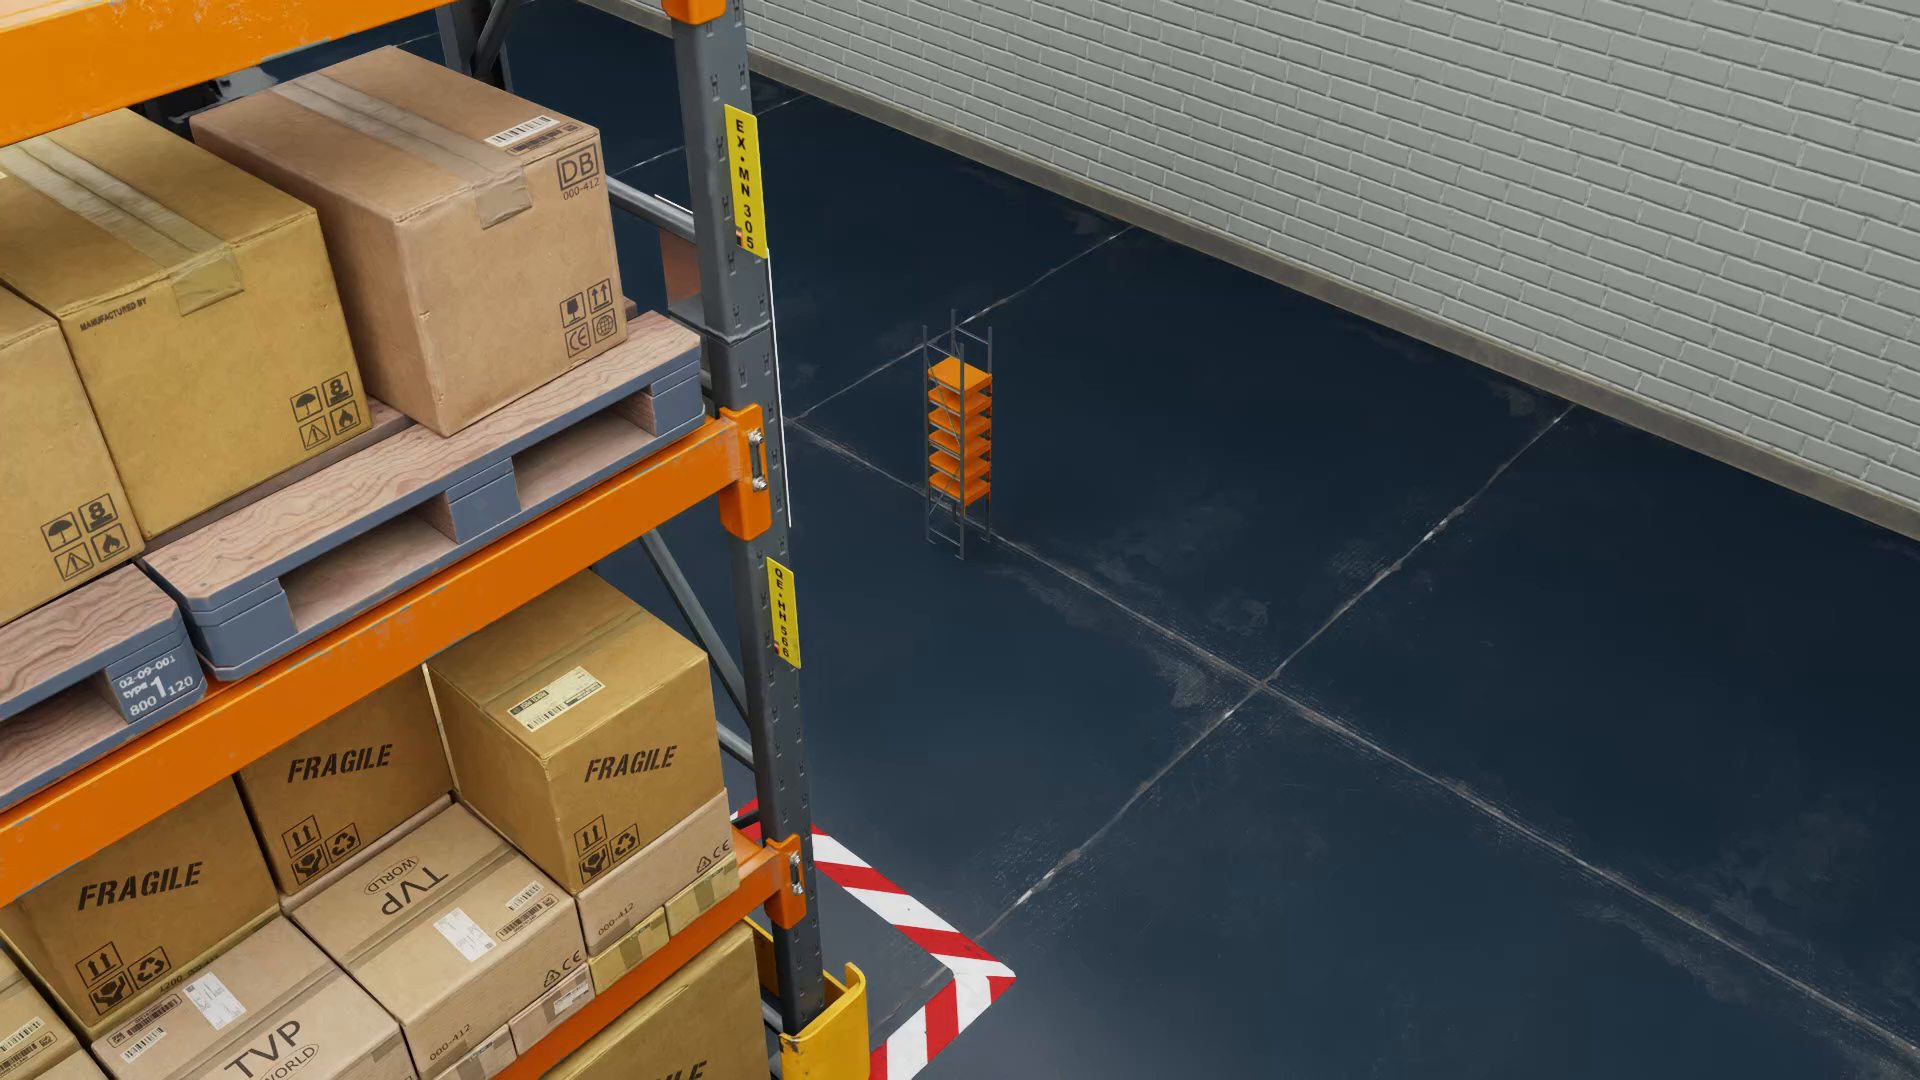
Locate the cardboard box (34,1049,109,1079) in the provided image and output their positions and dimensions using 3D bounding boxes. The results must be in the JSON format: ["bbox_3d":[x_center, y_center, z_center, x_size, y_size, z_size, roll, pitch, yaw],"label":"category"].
[{"bbox_3d":[-2.010,1.485,3.638,0.500,0.250,0.500,30,47,32],"label":"cardboard box"}]

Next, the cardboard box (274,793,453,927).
[{"bbox_3d":[-1.714,0.791,4.510,0.500,0.250,0.500,29,47,31],"label":"cardboard box"}]

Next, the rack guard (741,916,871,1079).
[{"bbox_3d":[-0.829,1.468,5.786,1.175,0.500,0.348,30,47,32],"label":"rack guard"}]

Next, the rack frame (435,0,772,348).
[{"bbox_3d":[-0.845,-1.848,3.127,1.000,3.000,0.127,30,47,32],"label":"rack frame"}]

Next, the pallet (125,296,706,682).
[{"bbox_3d":[-1.338,-0.294,3.654,1.003,0.211,1.213,30,47,32],"label":"pallet"}]

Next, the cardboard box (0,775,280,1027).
[{"bbox_3d":[-2.050,0.727,3.989,0.500,0.500,0.500,28,46,31],"label":"cardboard box"}]

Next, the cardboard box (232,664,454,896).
[{"bbox_3d":[-1.705,0.486,4.291,0.500,0.500,0.500,28,47,31],"label":"cardboard box"}]

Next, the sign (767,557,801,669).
[{"bbox_3d":[-0.454,0.189,4.265,0.100,0.325,0.005,30,47,32],"label":"sign"}]

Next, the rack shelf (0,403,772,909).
[{"bbox_3d":[-2.194,0.527,3.129,1.077,0.370,4.000,30,47,32],"label":"rack shelf"}]

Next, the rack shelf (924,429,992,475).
[{"bbox_3d":[-0.010,-0.428,7.679,0.258,0.103,0.180,30,47,32],"label":"rack shelf"}]

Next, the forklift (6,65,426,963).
[{"bbox_3d":[-2.917,-0.154,5.872,1.130,2.935,3.031,24,45,27],"label":"forklift"}]

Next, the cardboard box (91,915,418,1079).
[{"bbox_3d":[-1.662,1.244,3.941,0.500,0.250,0.500,28,46,31],"label":"cardboard box"}]

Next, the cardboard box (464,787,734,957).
[{"bbox_3d":[-0.976,0.777,4.528,0.500,0.250,0.500,29,47,31],"label":"cardboard box"}]

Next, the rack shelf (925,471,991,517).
[{"bbox_3d":[-0.010,-0.240,7.829,0.258,0.103,0.180,30,47,32],"label":"rack shelf"}]

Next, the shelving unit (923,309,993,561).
[{"bbox_3d":[-0.010,-0.463,7.652,0.258,1.200,0.189,30,47,32],"label":"shelving unit"}]

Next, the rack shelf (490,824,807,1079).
[{"bbox_3d":[-2.194,1.701,4.063,1.077,0.370,4.000,30,47,32],"label":"rack shelf"}]

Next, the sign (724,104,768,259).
[{"bbox_3d":[-0.454,-0.755,3.515,0.100,0.325,0.005,30,47,32],"label":"sign"}]

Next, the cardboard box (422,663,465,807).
[{"bbox_3d":[-1.368,0.550,4.813,0.500,0.250,0.500,28,46,31],"label":"cardboard box"}]

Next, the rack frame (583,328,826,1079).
[{"bbox_3d":[-0.845,0.500,4.994,1.000,3.000,0.127,30,47,32],"label":"rack frame"}]

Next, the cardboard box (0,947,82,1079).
[{"bbox_3d":[-2.403,1.263,3.917,0.500,0.250,0.500,29,47,31],"label":"cardboard box"}]

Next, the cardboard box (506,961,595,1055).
[{"bbox_3d":[-1.187,1.136,4.396,0.380,0.149,0.250,30,47,32],"label":"cardboard box"}]

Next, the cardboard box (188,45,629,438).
[{"bbox_3d":[-1.156,-0.655,3.539,0.700,0.500,0.500,27,46,29],"label":"cardboard box"}]

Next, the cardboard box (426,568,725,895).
[{"bbox_3d":[-0.979,0.483,4.295,0.500,0.500,0.500,30,47,32],"label":"cardboard box"}]

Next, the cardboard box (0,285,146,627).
[{"bbox_3d":[-1.938,-0.189,2.953,0.700,0.500,0.500,26,45,29],"label":"cardboard box"}]

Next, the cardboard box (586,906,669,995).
[{"bbox_3d":[-1.016,1.021,4.542,0.380,0.149,0.250,30,47,32],"label":"cardboard box"}]

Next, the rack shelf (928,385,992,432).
[{"bbox_3d":[-0.010,-0.616,7.530,0.258,0.103,0.180,30,47,32],"label":"rack shelf"}]

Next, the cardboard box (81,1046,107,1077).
[{"bbox_3d":[-2.193,1.215,4.297,0.380,0.149,0.250,29,47,31],"label":"cardboard box"}]

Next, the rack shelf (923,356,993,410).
[{"bbox_3d":[-0.010,-0.710,7.455,0.258,0.103,0.180,30,47,32],"label":"rack shelf"}]

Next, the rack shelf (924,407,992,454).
[{"bbox_3d":[-0.010,-0.522,7.605,0.258,0.103,0.180,30,47,32],"label":"rack shelf"}]

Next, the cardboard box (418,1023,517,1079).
[{"bbox_3d":[-1.356,1.250,4.253,0.380,0.149,0.250,31,48,33],"label":"cardboard box"}]

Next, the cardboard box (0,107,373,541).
[{"bbox_3d":[-1.625,-0.447,3.277,0.700,0.500,0.500,28,46,30],"label":"cardboard box"}]

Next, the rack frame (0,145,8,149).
[{"bbox_3d":[-4.501,-1.579,7.610,1.000,3.000,0.127,30,47,32],"label":"rack frame"}]

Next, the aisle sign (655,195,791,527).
[{"bbox_3d":[-0.575,-0.424,4.068,0.394,0.787,0.004,30,47,32],"label":"aisle sign"}]

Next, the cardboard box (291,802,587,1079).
[{"bbox_3d":[-1.319,1.010,4.235,0.500,0.250,0.500,29,47,31],"label":"cardboard box"}]

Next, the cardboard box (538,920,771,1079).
[{"bbox_3d":[-1.217,1.495,5.113,0.875,0.875,0.875,30,47,32],"label":"cardboard box"}]

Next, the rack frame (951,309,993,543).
[{"bbox_3d":[0.052,-0.505,7.705,0.240,1.200,0.006,30,47,32],"label":"rack frame"}]

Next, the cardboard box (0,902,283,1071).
[{"bbox_3d":[-2.055,1.021,4.221,0.500,0.250,0.500,28,46,31],"label":"cardboard box"}]

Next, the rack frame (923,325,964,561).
[{"bbox_3d":[-0.071,-0.421,7.599,0.240,1.200,0.006,30,47,32],"label":"rack frame"}]

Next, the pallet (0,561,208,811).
[{"bbox_3d":[-2.161,0.269,2.946,1.003,0.211,1.213,30,47,32],"label":"pallet"}]

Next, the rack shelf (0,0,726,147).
[{"bbox_3d":[-2.194,-0.491,2.320,1.077,0.370,4.000,30,47,32],"label":"rack shelf"}]

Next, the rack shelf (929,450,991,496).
[{"bbox_3d":[-0.010,-0.334,7.754,0.258,0.103,0.180,30,47,32],"label":"rack shelf"}]

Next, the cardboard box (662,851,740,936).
[{"bbox_3d":[-0.842,0.901,4.693,0.380,0.149,0.250,31,48,33],"label":"cardboard box"}]
